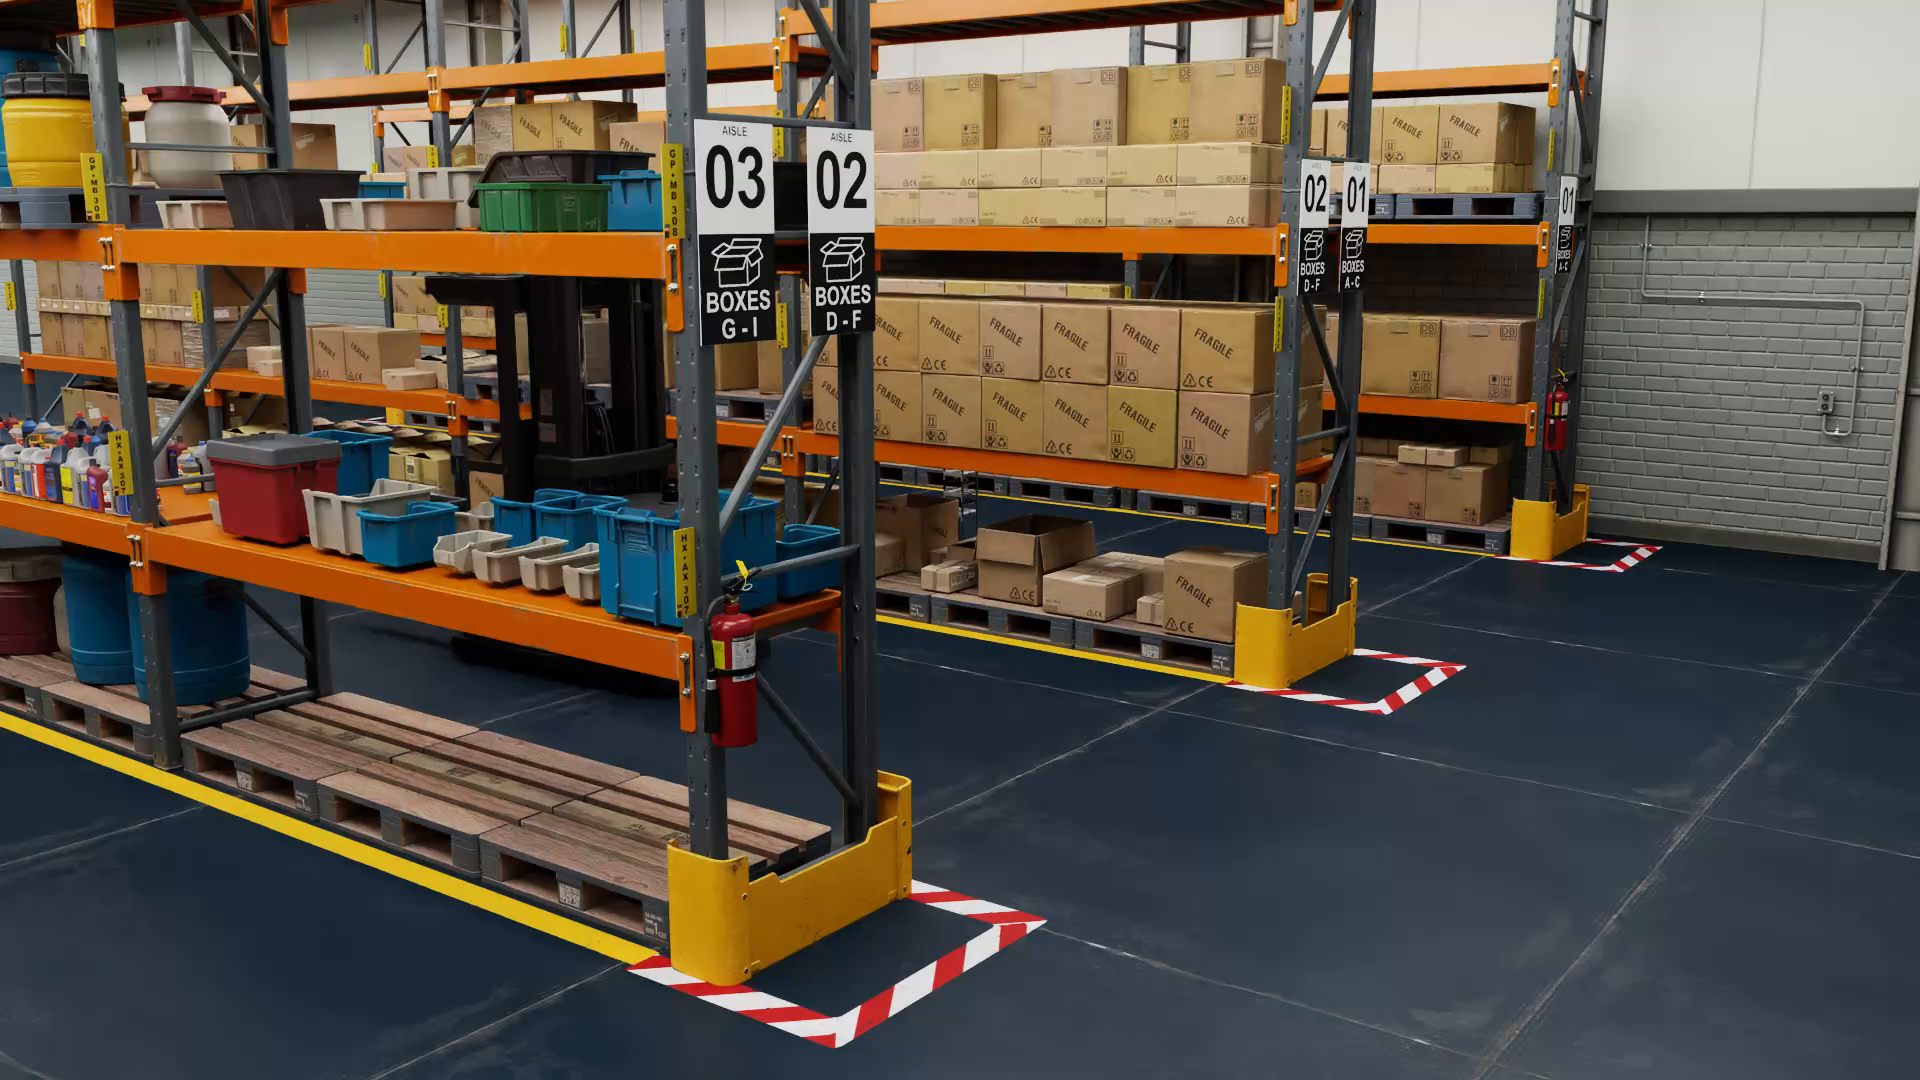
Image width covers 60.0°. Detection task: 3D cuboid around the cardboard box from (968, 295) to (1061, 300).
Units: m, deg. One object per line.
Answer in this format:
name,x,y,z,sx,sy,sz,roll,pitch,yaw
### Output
cardboard box,0.399,-1.503,12.007,0.500,0.500,0.500,8,14,36

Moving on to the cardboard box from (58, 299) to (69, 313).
cardboard box,-10.051,-2.676,18.996,0.250,0.149,0.380,8,14,36

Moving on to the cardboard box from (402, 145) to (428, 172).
cardboard box,-7.184,-5.080,22.546,0.500,0.500,0.500,8,13,35

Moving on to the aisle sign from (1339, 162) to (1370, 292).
aisle sign,2.471,-1.958,10.410,0.004,0.787,0.394,8,13,36

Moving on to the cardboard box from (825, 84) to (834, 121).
cardboard box,-0.568,-3.058,12.147,0.500,0.500,0.700,8,13,36

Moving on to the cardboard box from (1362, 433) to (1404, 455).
cardboard box,3.951,-0.894,15.523,0.250,0.149,0.380,8,14,36

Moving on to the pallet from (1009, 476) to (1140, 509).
pallet,1.281,-0.559,17.365,1.213,0.211,1.003,8,13,36

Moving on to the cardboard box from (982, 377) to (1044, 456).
cardboard box,0.495,-0.874,11.386,0.500,0.500,0.500,8,13,35

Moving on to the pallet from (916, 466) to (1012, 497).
pallet,0.293,-0.696,18.073,1.213,0.211,1.003,8,13,36

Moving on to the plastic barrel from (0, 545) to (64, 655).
plastic barrel,-5.826,0.371,10.458,0.708,0.588,0.600,8,13,36

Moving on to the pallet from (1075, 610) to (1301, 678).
pallet,1.538,0.627,11.236,1.213,0.211,1.003,8,13,36

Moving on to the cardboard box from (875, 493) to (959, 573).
cardboard box,-0.355,-0.062,12.878,0.500,0.500,0.500,8,13,36

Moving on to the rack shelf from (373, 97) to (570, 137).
rack shelf,-6.113,-5.568,22.021,4.000,0.370,1.077,8,13,36

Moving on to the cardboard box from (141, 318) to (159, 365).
cardboard box,-8.623,-2.207,18.278,0.500,0.500,0.700,8,14,36

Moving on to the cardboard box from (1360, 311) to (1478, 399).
cardboard box,4.161,-1.687,15.061,0.700,0.700,0.980,8,13,35

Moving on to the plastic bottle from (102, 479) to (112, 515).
plastic bottle,-4.536,-0.243,8.909,0.097,0.201,0.097,0,11,0

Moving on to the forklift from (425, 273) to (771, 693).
forklift,-2.736,-0.702,10.943,3.031,2.935,1.130,7,13,33

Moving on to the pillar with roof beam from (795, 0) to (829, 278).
pillar with roof beam,-4.361,-4.868,16.499,0.400,9.000,9.100,8,13,36

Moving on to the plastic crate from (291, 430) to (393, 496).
plastic crate,-3.339,-0.358,8.866,0.575,0.384,0.392,8,13,36

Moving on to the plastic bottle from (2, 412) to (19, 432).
plastic bottle,-6.376,-0.723,11.176,0.133,0.283,0.061,8,13,36

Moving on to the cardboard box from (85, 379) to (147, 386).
cardboard box,-10.046,-1.653,19.837,0.500,0.500,0.500,8,13,36

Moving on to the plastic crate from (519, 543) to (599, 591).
plastic crate,-1.682,0.115,7.077,0.243,0.136,0.396,8,13,36

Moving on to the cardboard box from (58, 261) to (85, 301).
cardboard box,-9.816,-3.011,19.017,0.500,0.500,0.700,8,13,34

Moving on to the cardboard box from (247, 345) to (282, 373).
cardboard box,-7.007,-1.871,17.201,0.500,0.250,0.500,9,14,39

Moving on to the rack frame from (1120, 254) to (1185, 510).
rack frame,1.947,-1.853,16.711,0.127,3.000,1.000,8,13,36

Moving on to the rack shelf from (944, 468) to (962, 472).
rack shelf,0.007,-0.673,14.895,0.200,0.077,0.258,8,13,36

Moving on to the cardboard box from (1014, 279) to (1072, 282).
cardboard box,0.898,-2.631,17.660,0.500,0.250,0.500,7,13,34

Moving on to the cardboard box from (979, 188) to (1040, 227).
cardboard box,0.471,-2.232,11.167,0.500,0.250,0.500,8,13,36

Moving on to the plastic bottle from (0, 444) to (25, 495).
plastic bottle,-5.422,-0.409,9.575,0.135,0.276,0.152,8,13,36

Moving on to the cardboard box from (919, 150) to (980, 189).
cardboard box,0.063,-2.532,11.403,0.500,0.250,0.500,8,13,36

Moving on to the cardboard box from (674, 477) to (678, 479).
cardboard box,-2.063,-0.290,14.056,0.500,0.500,0.500,8,14,36

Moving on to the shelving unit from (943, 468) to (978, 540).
shelving unit,0.007,-0.441,14.940,0.210,0.900,0.258,8,13,36

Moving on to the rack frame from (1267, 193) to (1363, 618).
rack frame,2.242,-0.645,10.465,0.127,3.000,1.000,8,13,36

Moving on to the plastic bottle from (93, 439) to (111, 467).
plastic bottle,-4.766,-0.388,9.266,0.185,0.351,0.144,8,13,36

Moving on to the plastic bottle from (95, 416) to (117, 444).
plastic bottle,-5.281,-0.593,10.329,0.185,0.351,0.144,8,13,36

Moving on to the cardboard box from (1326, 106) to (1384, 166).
cardboard box,3.597,-3.582,14.801,0.500,0.500,0.500,7,13,33

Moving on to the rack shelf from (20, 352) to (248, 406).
rack shelf,-9.042,-1.865,18.669,4.000,0.370,1.077,8,13,36

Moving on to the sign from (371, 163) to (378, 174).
sign,-8.046,-5.021,22.888,0.005,0.325,0.100,8,13,36

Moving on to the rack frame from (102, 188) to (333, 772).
rack frame,-3.917,-0.336,8.872,0.127,3.000,1.000,8,13,36

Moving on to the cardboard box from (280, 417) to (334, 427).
cardboard box,-6.934,-1.124,17.598,0.500,0.311,0.500,8,13,36

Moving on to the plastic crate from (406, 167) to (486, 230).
plastic crate,-2.297,-1.598,7.806,0.530,0.282,0.437,8,13,36

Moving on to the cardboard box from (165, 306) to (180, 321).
cardboard box,-8.187,-2.416,17.651,0.250,0.149,0.380,7,13,34

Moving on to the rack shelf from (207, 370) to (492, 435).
rack shelf,-5.818,-1.416,16.344,4.000,0.370,1.077,8,13,36

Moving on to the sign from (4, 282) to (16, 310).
sign,-10.987,-2.823,19.237,0.005,0.325,0.100,8,13,36

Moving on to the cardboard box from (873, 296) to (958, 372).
cardboard box,-0.353,-1.480,11.889,0.500,0.500,0.500,7,13,34

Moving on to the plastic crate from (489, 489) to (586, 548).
plastic crate,-2.000,-0.094,7.901,0.300,0.233,0.416,8,13,36

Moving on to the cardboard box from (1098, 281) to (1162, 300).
cardboard box,1.731,-2.518,17.074,0.500,0.250,0.500,8,14,37

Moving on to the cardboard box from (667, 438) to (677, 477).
cardboard box,-2.438,-0.712,14.260,0.500,0.250,0.500,8,13,34

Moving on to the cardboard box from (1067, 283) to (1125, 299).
cardboard box,1.419,-2.440,16.669,0.500,0.250,0.500,8,14,37

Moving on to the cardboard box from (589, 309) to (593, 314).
cardboard box,-5.065,-3.063,21.332,0.500,0.500,0.500,8,13,35
